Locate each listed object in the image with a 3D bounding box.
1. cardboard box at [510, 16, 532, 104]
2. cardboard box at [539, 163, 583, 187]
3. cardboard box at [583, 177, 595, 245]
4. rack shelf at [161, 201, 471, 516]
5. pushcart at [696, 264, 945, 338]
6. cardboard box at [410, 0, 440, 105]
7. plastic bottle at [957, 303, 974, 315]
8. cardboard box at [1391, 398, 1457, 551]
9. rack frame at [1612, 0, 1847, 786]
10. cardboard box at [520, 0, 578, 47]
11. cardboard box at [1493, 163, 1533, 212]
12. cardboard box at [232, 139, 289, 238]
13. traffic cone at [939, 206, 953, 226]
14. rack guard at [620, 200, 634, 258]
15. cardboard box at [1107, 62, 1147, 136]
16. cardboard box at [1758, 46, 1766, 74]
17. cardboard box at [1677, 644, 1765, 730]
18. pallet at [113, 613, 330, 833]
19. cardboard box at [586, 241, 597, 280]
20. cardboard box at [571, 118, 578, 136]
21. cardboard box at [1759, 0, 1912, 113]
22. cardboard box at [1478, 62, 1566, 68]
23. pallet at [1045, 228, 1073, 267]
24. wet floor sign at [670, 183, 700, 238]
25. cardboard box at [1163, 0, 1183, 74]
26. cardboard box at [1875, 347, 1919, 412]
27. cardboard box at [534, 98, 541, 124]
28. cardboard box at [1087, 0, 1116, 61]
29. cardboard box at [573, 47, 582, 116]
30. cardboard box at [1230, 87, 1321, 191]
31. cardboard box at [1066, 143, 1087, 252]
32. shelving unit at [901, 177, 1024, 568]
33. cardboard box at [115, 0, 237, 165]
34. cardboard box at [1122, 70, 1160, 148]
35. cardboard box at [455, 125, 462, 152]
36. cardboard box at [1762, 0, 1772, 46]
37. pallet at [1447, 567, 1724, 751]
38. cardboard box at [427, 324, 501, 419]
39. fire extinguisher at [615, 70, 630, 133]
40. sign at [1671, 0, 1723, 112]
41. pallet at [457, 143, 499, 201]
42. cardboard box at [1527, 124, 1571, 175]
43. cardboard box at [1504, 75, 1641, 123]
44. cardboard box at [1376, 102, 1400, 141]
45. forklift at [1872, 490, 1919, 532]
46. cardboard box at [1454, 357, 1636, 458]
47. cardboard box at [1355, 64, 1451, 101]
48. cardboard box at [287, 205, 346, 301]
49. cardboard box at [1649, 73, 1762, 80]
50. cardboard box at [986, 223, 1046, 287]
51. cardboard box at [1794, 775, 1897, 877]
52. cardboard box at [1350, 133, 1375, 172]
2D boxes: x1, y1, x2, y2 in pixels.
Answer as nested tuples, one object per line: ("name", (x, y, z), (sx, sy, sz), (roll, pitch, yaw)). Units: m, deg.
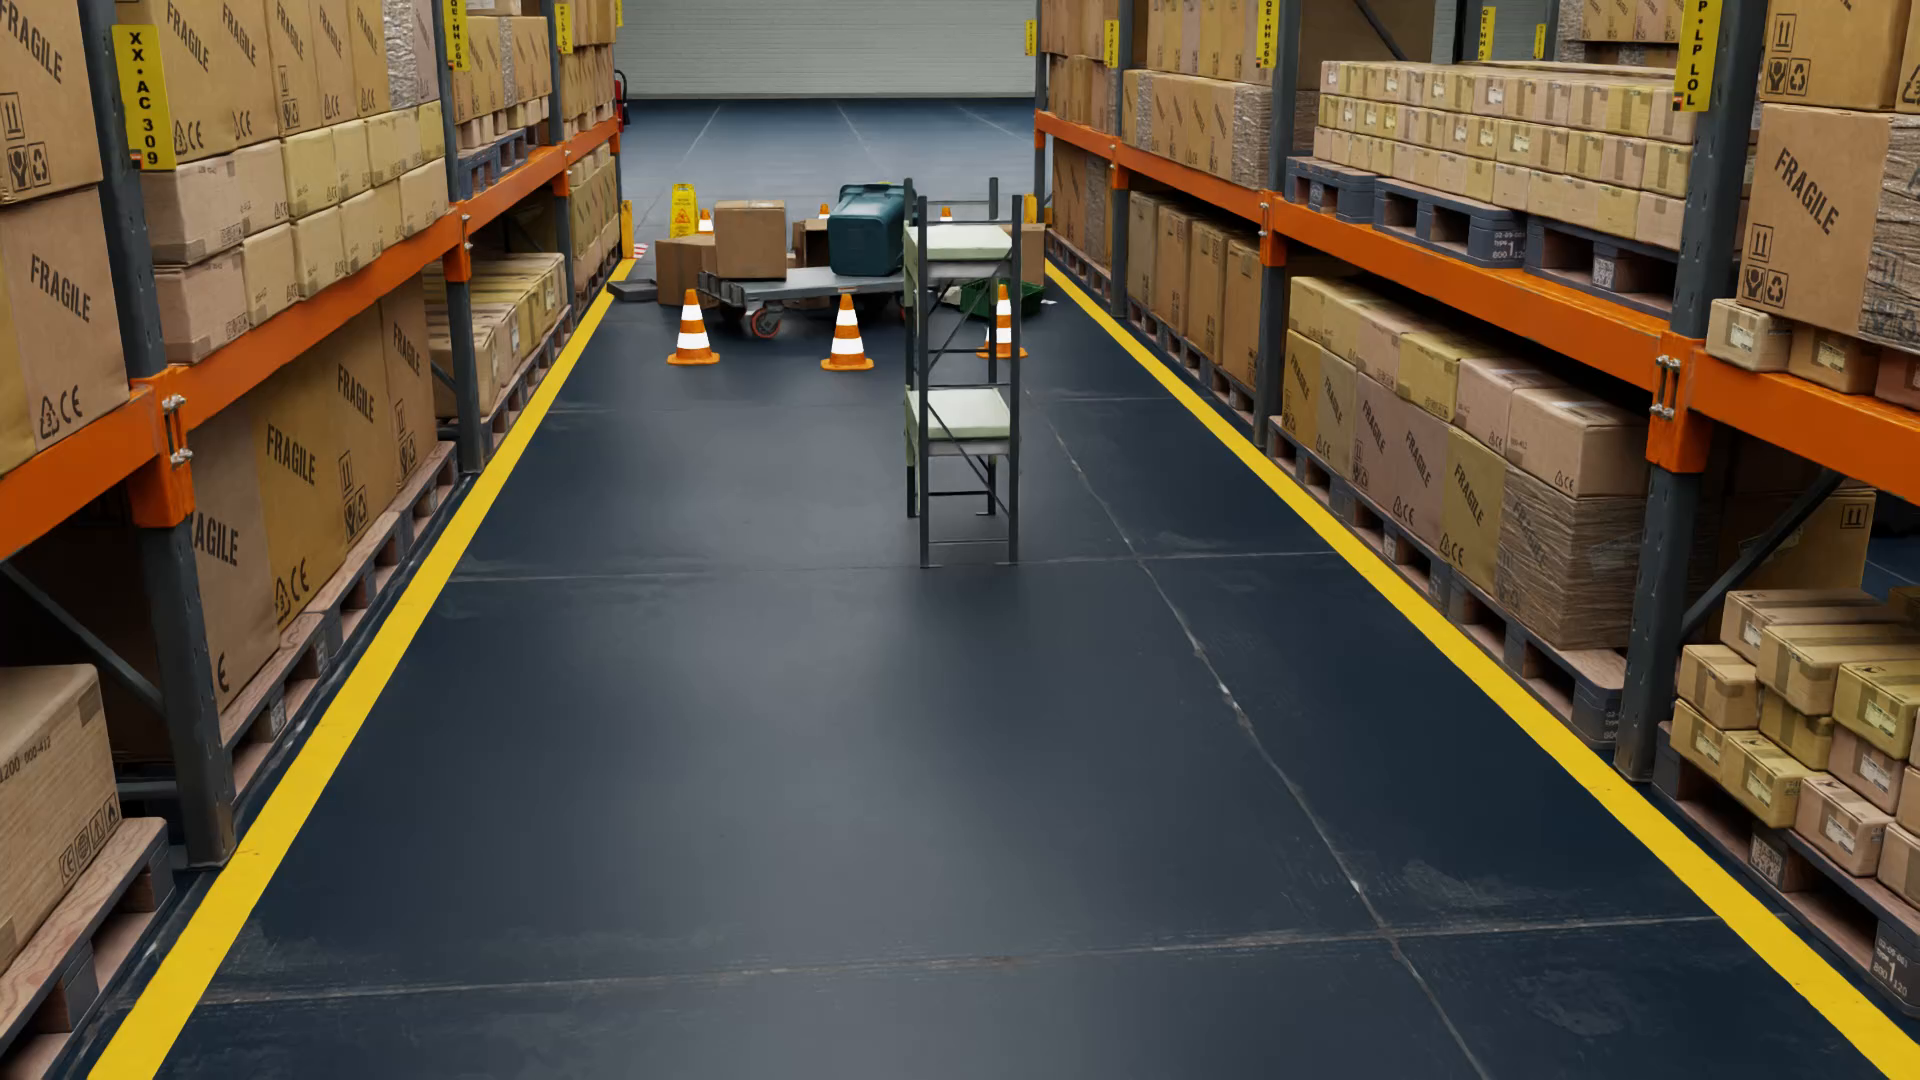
("cardboard box", (-2.900, -2.902, 10.049), (0.500, 0.500, 0.500), (-1, 17, -4))
("cardboard box", (-3.021, -2.723, 12.398), (0.380, 0.149, 0.250), (-2, 17, -5))
("cardboard box", (-3.135, -2.534, 12.878), (0.500, 0.500, 0.500), (-1, 17, -3))
("rack shelf", (-2.656, -0.814, 5.962), (1.077, 0.370, 4.000), (-2, 18, -6))
("pushcart", (-1.013, -1.779, 12.212), (1.648, 0.377, 0.936), (-8, 19, -25))
("cardboard box", (-2.549, -2.131, 7.122), (0.500, 0.500, 0.500), (-2, 18, -7))
("plastic bottle", (0.108, -1.761, 12.685), (0.133, 0.061, 0.283), (-12, 21, -34))
("cardboard box", (2.035, -0.270, 6.502), (0.500, 0.500, 0.500), (-2, 18, -7))
("rack frame", (2.463, -0.744, 4.539), (1.000, 3.000, 0.127), (-2, 18, -6))
("cardboard box", (-3.105, -3.749, 11.777), (0.700, 0.500, 0.500), (-2, 18, -6))
("cardboard box", (2.114, -1.246, 5.856), (0.380, 0.149, 0.250), (-3, 18, -8))
("cardboard box", (-2.297, -1.022, 4.841), (0.500, 0.250, 0.500), (-2, 17, -5))
("traffic cone", (-0.132, -2.907, 15.663), (0.336, 0.463, 0.334), (-2, 18, -6))
("rack guard", (-3.680, -2.921, 15.646), (1.175, 0.500, 0.348), (-2, 18, -6))
("cardboard box", (1.588, -3.309, 12.457), (0.875, 0.550, 0.550), (-2, 18, -6))
("cardboard box", (6.597, -3.576, 12.897), (0.875, 0.500, 0.500), (-2, 18, -6))
("cardboard box", (2.182, 0.392, 4.483), (0.380, 0.149, 0.250), (-1, 17, -3))
("pallet", (-2.605, 0.542, 5.098), (1.003, 0.211, 1.213), (-2, 18, -6))
("cardboard box", (-3.134, -2.176, 12.989), (0.500, 0.250, 0.500), (-1, 17, -3))
("cardboard box", (-3.115, -3.155, 12.638), (0.380, 0.149, 0.250), (-1, 17, -4))
("cardboard box", (2.267, -1.269, 3.877), (0.500, 0.500, 0.500), (-1, 17, -4))
("cardboard box", (2.581, -2.093, 7.562), (0.380, 0.149, 0.250), (-2, 18, -6))
("pallet", (1.386, -2.753, 15.593), (1.003, 0.211, 1.213), (-2, 18, -6))
("wet floor sign", (-2.643, -3.103, 15.982), (0.267, 0.644, 0.232), (4, 18, 13))
("cardboard box", (1.750, -3.351, 11.008), (0.700, 0.500, 0.500), (-2, 18, -7))
("cardboard box", (2.347, -0.377, 3.790), (0.380, 0.149, 0.250), (-3, 18, -8))
("cardboard box", (-2.876, -2.725, 10.568), (0.380, 0.149, 0.250), (-2, 18, -7))
("cardboard box", (1.462, -3.985, 12.811), (0.875, 0.550, 0.550), (-2, 18, -6))
("cardboard box", (-3.118, -3.423, 12.407), (0.500, 0.500, 0.500), (-2, 18, -6))
("cardboard box", (1.737, -2.109, 8.721), (0.500, 0.500, 0.500), (-2, 18, -6))
("cardboard box", (1.454, -3.044, 14.710), (0.875, 0.875, 0.875), (-2, 18, -7))
("shelving unit", (-0.001, -0.718, 6.959), (0.431, 1.500, 0.755), (-2, 18, -6))
("cardboard box", (-2.210, -1.226, 4.237), (0.500, 0.500, 0.500), (-2, 17, -5))
("cardboard box", (1.424, -3.010, 11.590), (0.500, 0.500, 0.500), (-2, 17, -5))
("cardboard box", (-2.707, -2.021, 8.325), (0.380, 0.149, 0.250), (-3, 18, -9))
("cardboard box", (6.262, -4.043, 12.714), (0.500, 0.500, 0.500), (-2, 18, -6))
("pallet", (2.381, 0.355, 5.695), (1.003, 0.211, 1.213), (-2, 18, -6))
("cardboard box", (-2.911, -0.868, 8.620), (0.950, 0.372, 0.625), (-3, 18, -9))
("fire extinguisher", (-3.241, -4.148, 15.509), (0.296, 0.674, 0.183), (-2, 18, -6))
("sign", (1.911, -1.278, 4.307), (0.100, 0.325, 0.005), (-2, 18, -6))
("pallet", (-3.042, -1.870, 8.446), (1.213, 0.211, 1.003), (-2, 18, -6))
("cardboard box", (2.142, -1.313, 5.572), (0.380, 0.149, 0.250), (-2, 18, -7))
("cardboard box", (2.125, -1.530, 5.769), (0.380, 0.149, 0.250), (-2, 18, -7))
("cardboard box", (1.988, -1.773, 7.037), (0.380, 0.149, 0.250), (-2, 18, -5))
("forklift", (5.259, -1.610, 7.413), (3.031, 2.935, 1.130), (-2, 18, -7))
("cardboard box", (2.095, -0.477, 5.909), (0.500, 0.250, 0.500), (-1, 17, -3))
("cardboard box", (1.957, -2.003, 7.275), (0.380, 0.149, 0.250), (-2, 18, -6))
("cardboard box", (-2.325, -0.936, 5.401), (0.500, 0.250, 0.500), (-2, 18, -6))
("cardboard box", (2.746, -1.625, 6.071), (0.380, 0.149, 0.250), (-1, 17, -4))
("cardboard box", (0.457, -2.367, 13.877), (0.500, 0.500, 0.500), (1, 17, 4))
("cardboard box", (2.286, 0.686, 4.042), (0.380, 0.149, 0.250), (-2, 18, -6))
("cardboard box", (1.952, -1.716, 7.355), (0.380, 0.149, 0.250), (-1, 17, -3))
